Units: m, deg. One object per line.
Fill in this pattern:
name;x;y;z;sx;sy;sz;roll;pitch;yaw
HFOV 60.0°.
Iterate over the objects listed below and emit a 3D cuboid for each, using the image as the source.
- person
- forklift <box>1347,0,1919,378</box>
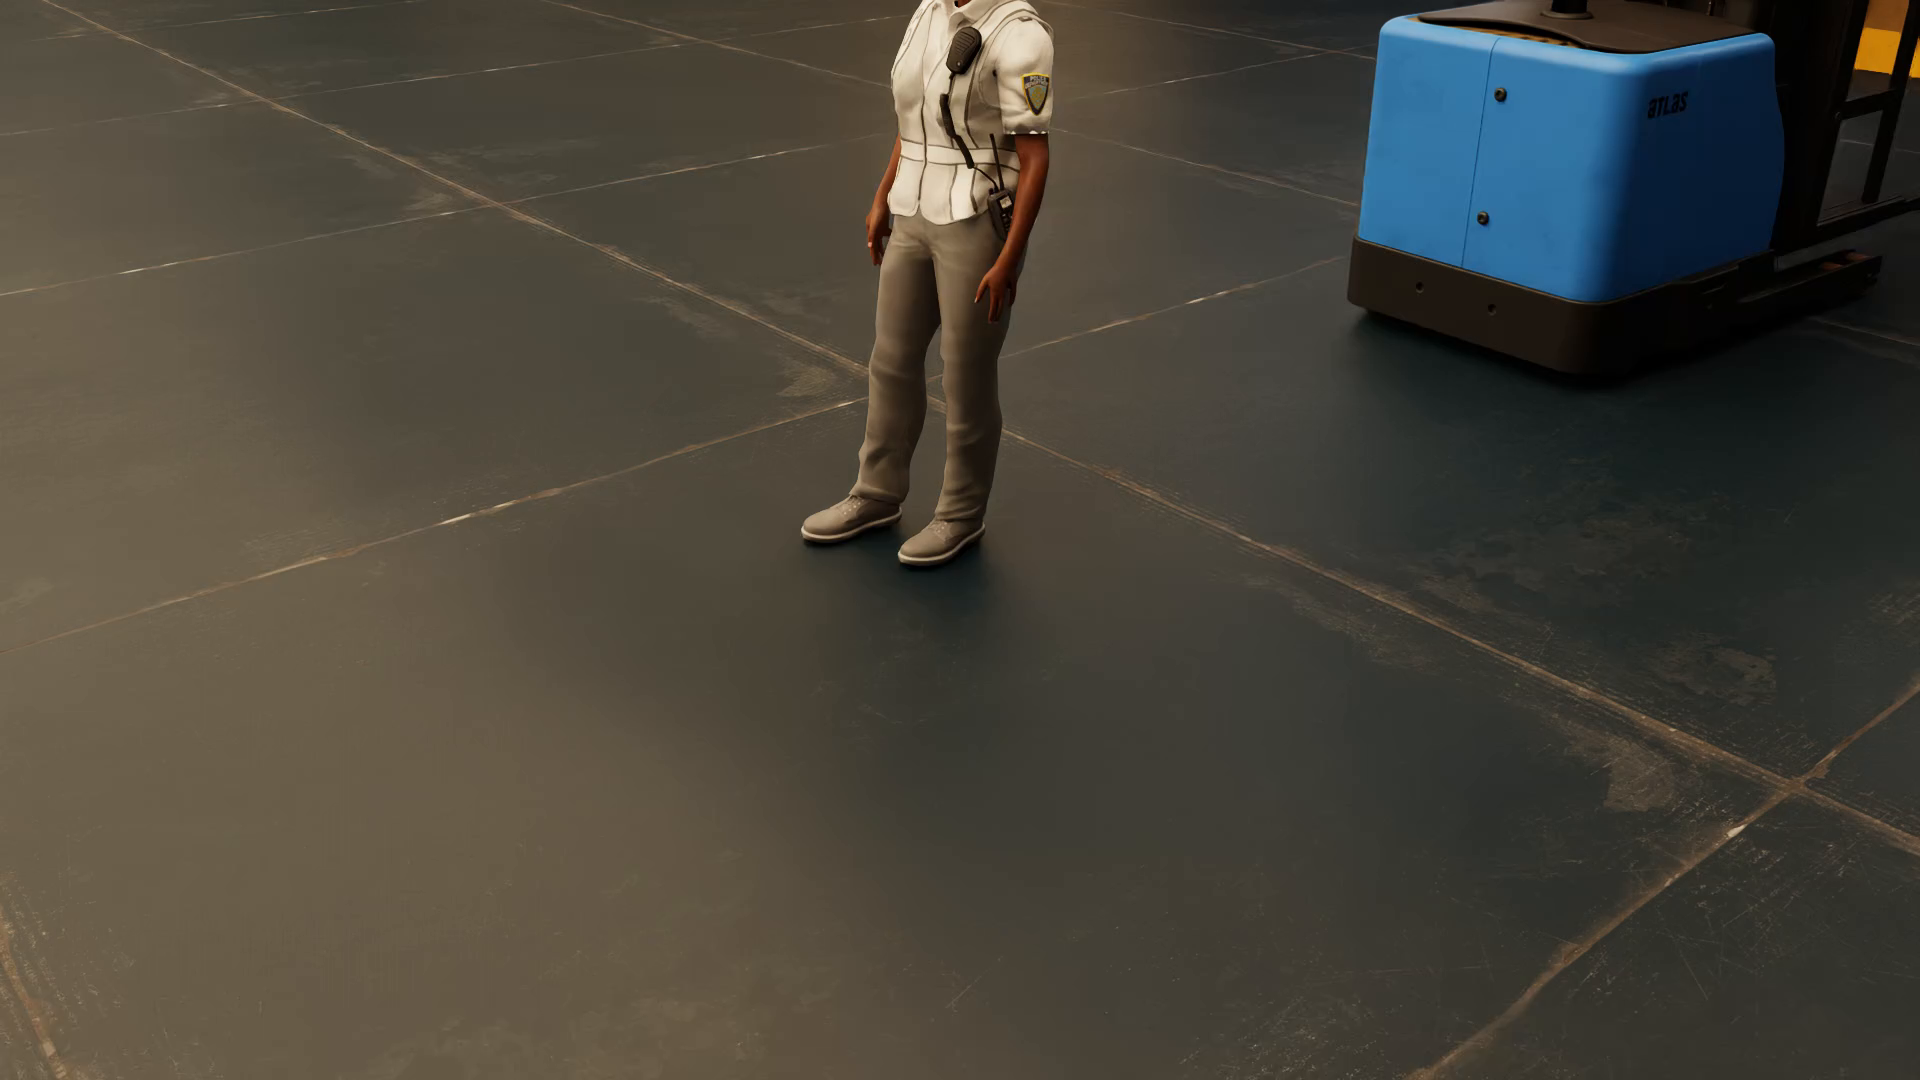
person;-0.070;-0.751;4.092;0.530;1.695;0.569;-20;33;-35
forklift;2.906;-2.362;5.964;3.031;2.935;1.130;-19;32;-33
